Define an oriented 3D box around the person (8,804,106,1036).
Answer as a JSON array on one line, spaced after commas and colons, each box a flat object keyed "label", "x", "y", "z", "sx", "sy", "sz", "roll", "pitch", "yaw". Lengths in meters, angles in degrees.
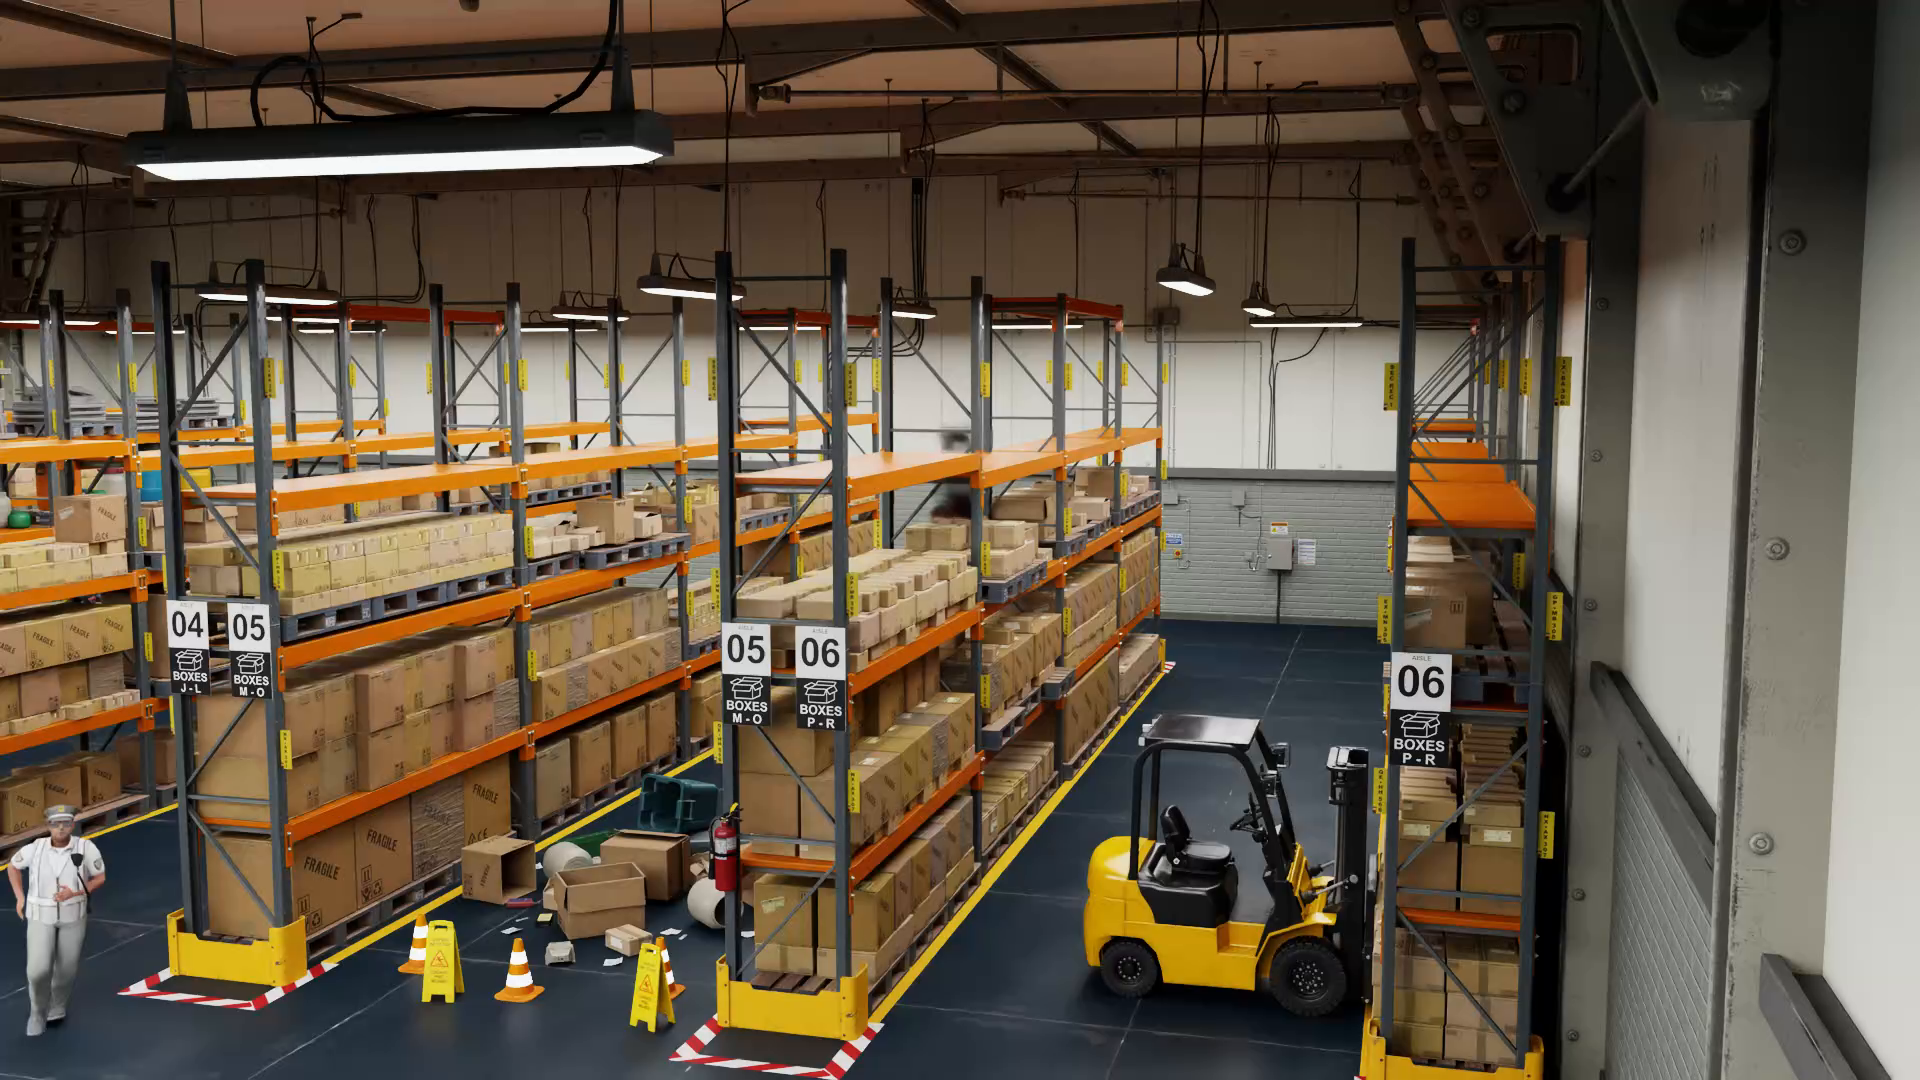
[{"label": "person", "x": -7.011, "y": 2.949, "z": 12.953, "sx": 0.659, "sy": 1.811, "sz": 0.586, "roll": -4, "pitch": 7, "yaw": -31}]
